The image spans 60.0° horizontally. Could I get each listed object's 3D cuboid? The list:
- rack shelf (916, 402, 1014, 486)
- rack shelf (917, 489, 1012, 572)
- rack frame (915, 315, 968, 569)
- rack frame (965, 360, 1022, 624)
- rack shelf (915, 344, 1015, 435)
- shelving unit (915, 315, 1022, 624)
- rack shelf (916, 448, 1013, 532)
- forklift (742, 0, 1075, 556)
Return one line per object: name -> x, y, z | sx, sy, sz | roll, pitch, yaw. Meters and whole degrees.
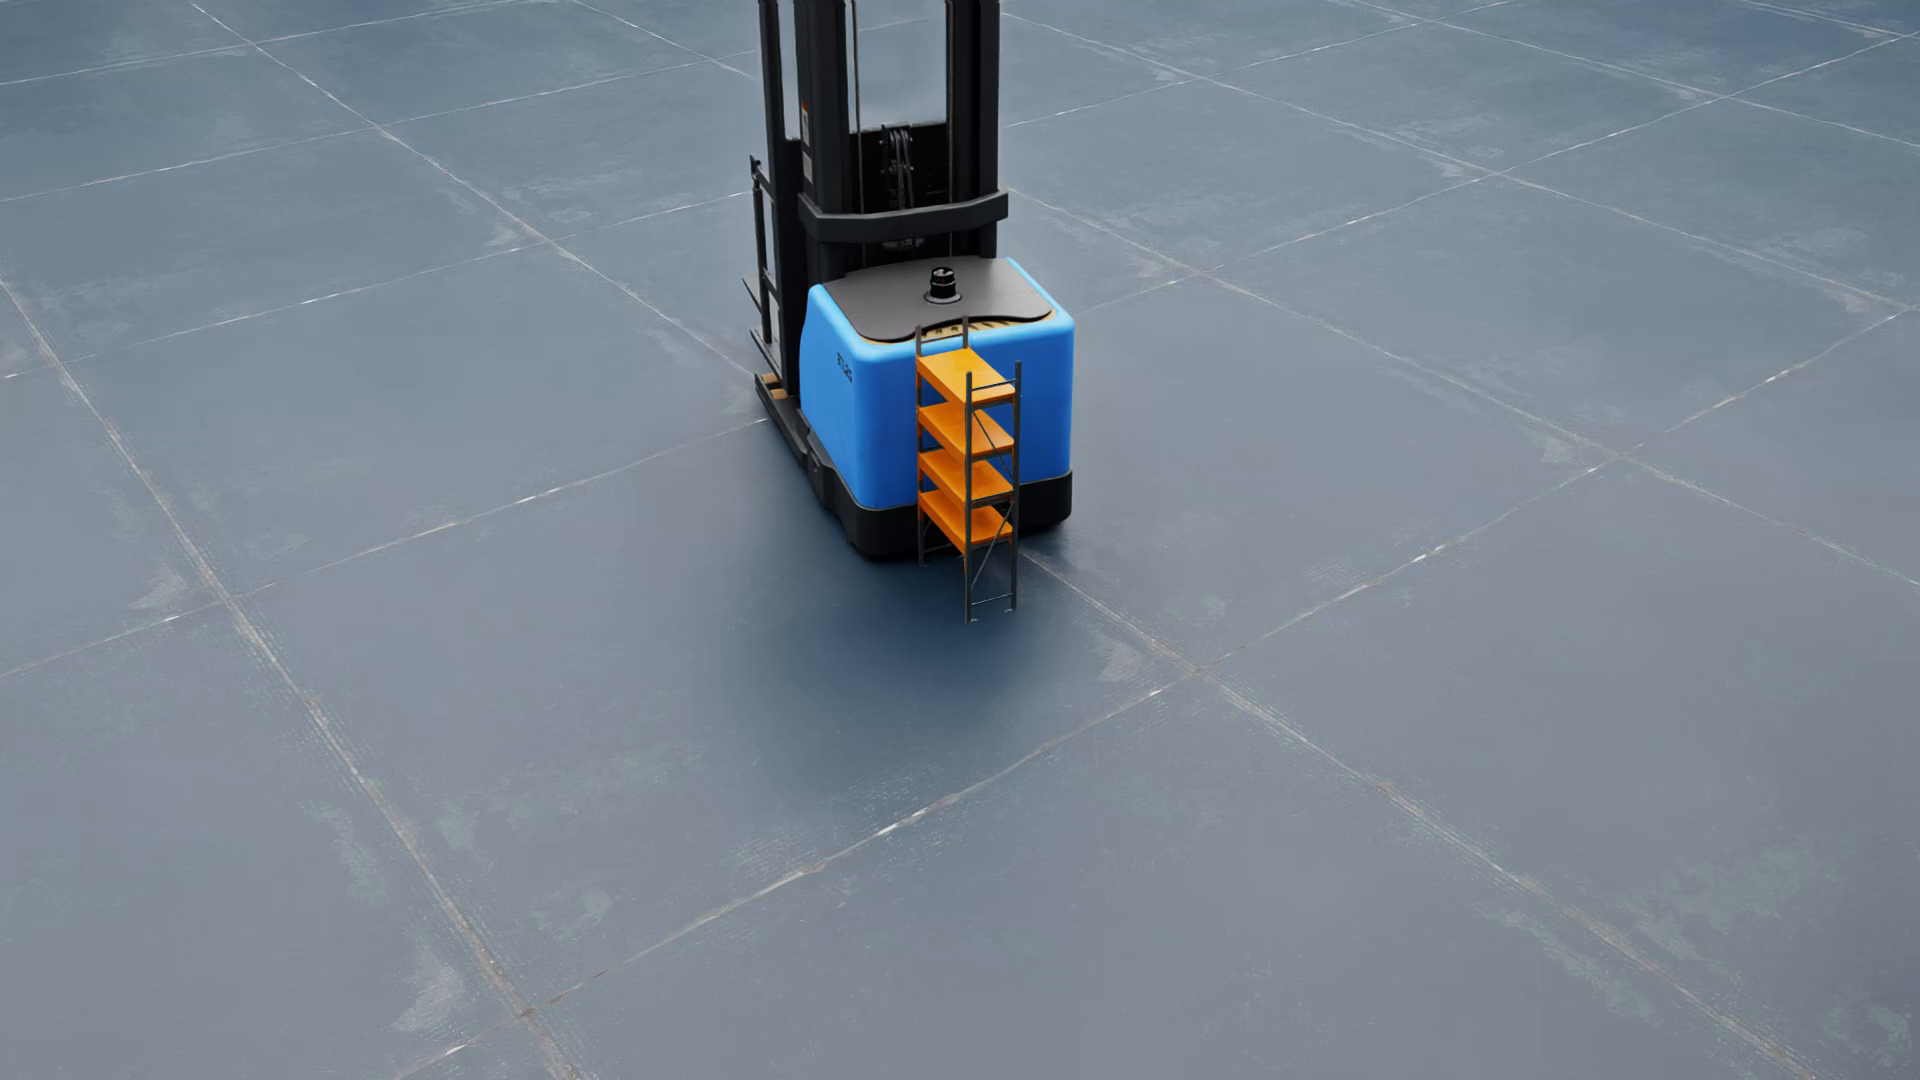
rack shelf -> 0.029, -0.427, 7.003 | 0.258, 0.148, 0.480 | -14, 35, -21
rack shelf -> 0.029, -0.068, 7.226 | 0.258, 0.148, 0.480 | -14, 35, -21
rack frame -> -0.076, -0.410, 7.273 | 0.240, 1.200, 0.015 | -14, 35, -21
rack frame -> 0.134, -0.178, 6.899 | 0.240, 1.200, 0.015 | -14, 35, -21
rack shelf -> 0.029, -0.628, 6.878 | 0.258, 0.148, 0.480 | -14, 35, -21
shelving unit -> 0.029, -0.294, 7.086 | 0.258, 1.200, 0.503 | -14, 35, -21
rack shelf -> 0.029, -0.237, 7.121 | 0.258, 0.148, 0.480 | -14, 35, -21
forklift -> -0.456, -1.942, 8.099 | 1.130, 2.935, 3.031 | -11, 33, -17
